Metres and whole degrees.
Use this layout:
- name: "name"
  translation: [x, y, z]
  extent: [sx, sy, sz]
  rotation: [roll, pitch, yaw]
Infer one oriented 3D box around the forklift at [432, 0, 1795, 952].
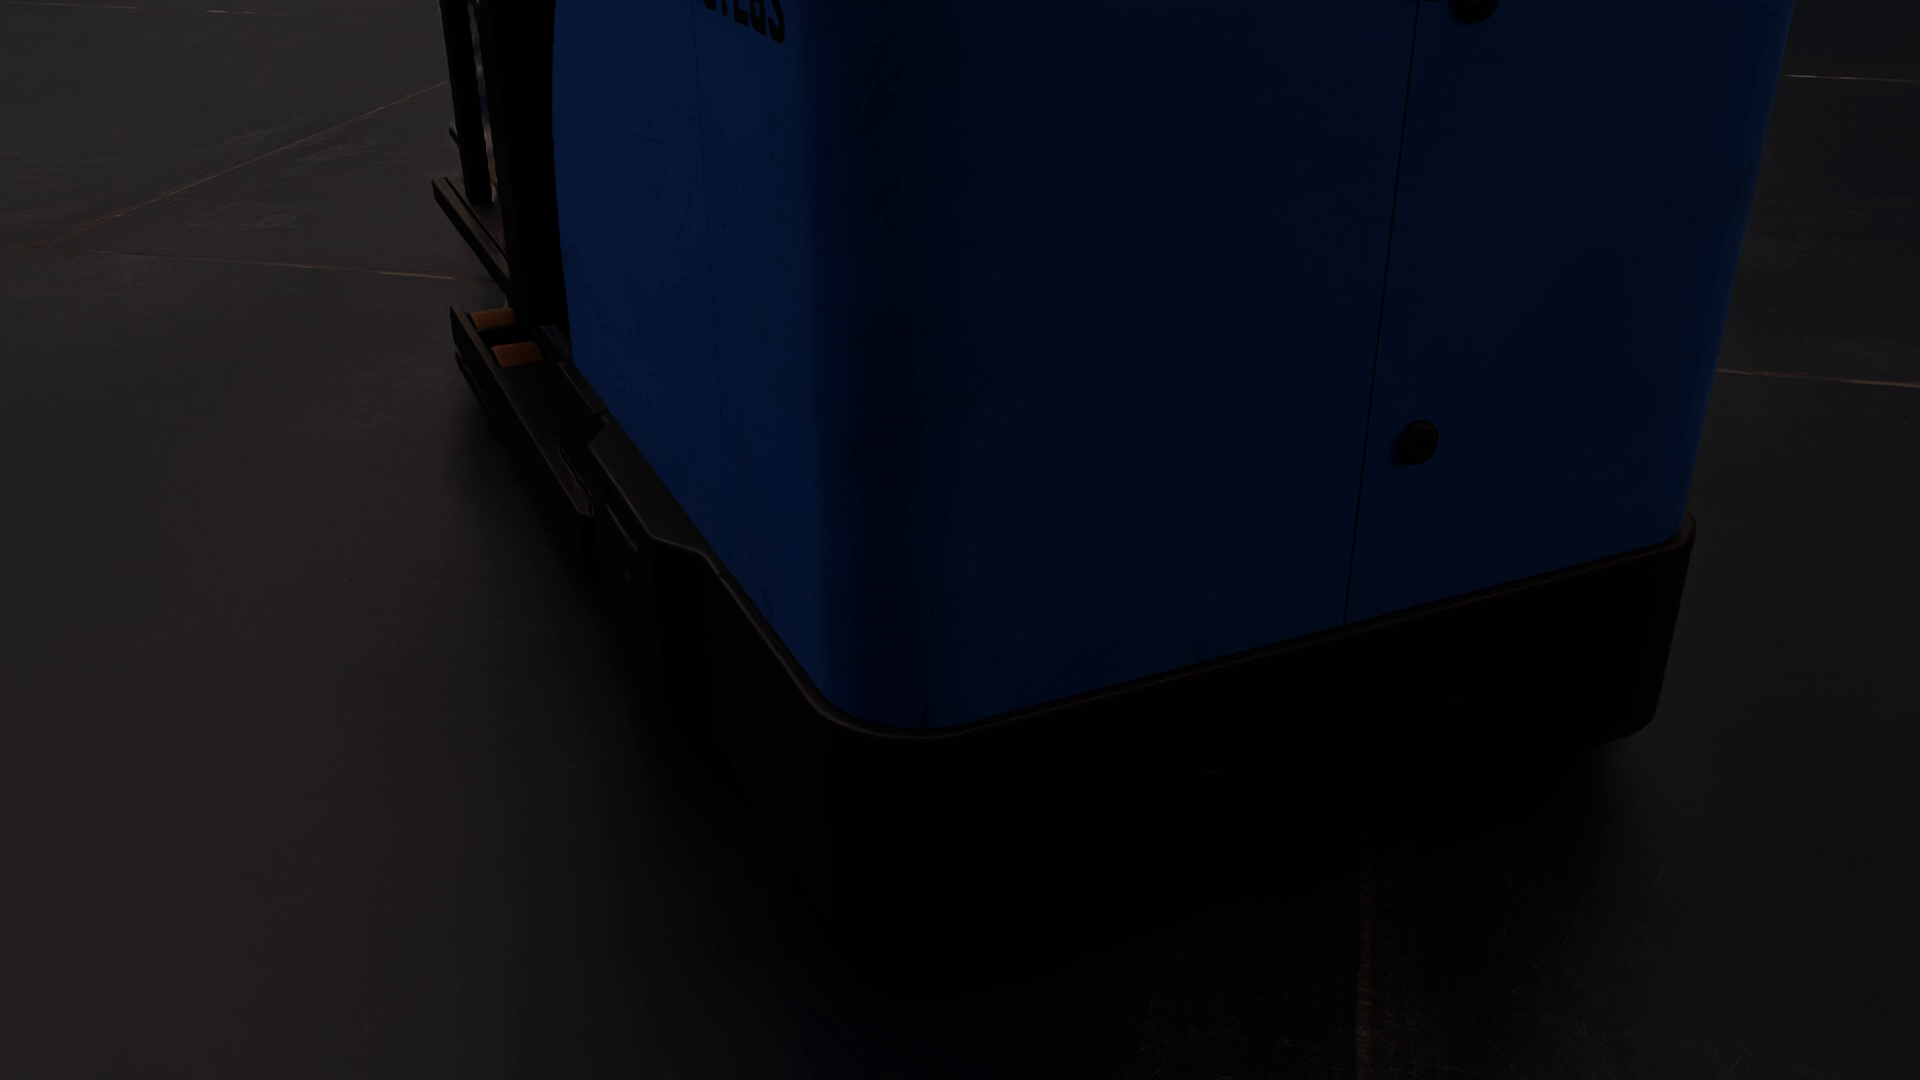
- name: "forklift"
  translation: [-0.264, -1.557, 2.332]
  extent: [1.130, 2.935, 3.031]
  rotation: [-12, 29, -22]
